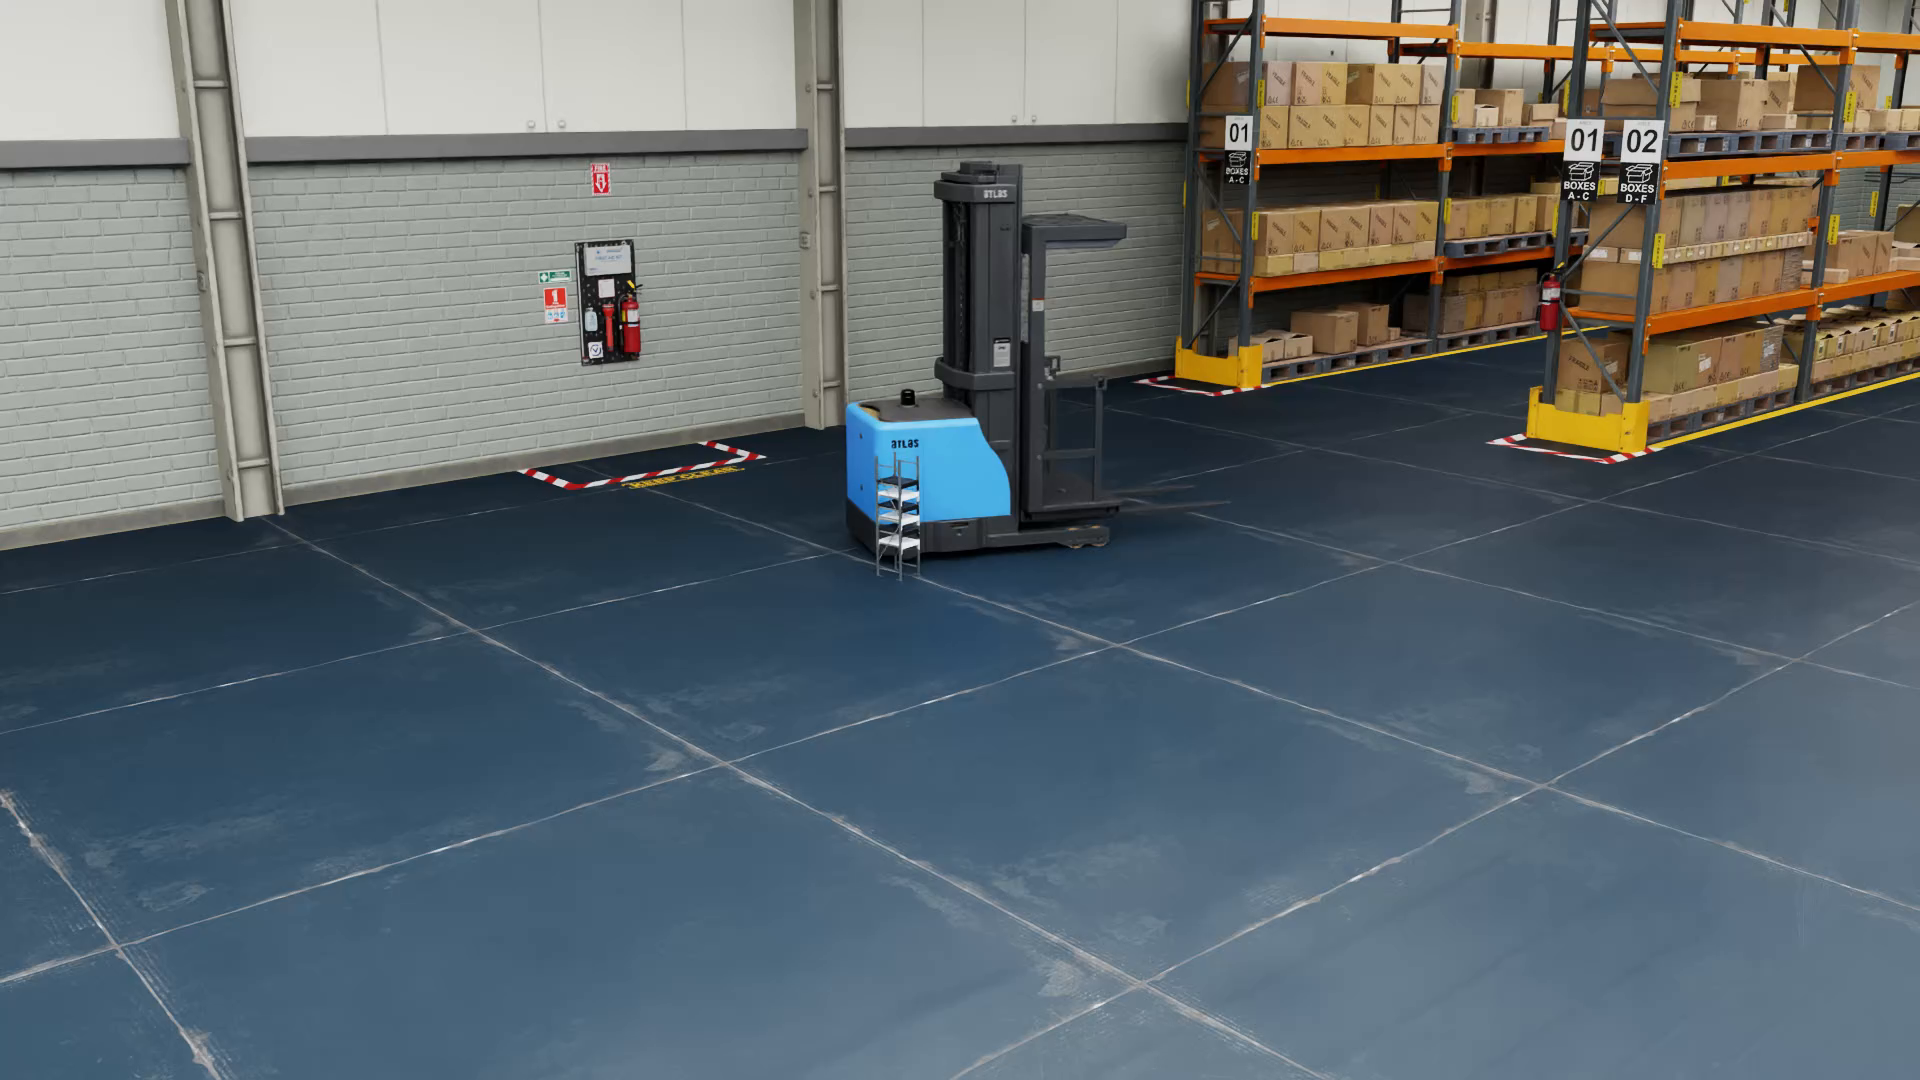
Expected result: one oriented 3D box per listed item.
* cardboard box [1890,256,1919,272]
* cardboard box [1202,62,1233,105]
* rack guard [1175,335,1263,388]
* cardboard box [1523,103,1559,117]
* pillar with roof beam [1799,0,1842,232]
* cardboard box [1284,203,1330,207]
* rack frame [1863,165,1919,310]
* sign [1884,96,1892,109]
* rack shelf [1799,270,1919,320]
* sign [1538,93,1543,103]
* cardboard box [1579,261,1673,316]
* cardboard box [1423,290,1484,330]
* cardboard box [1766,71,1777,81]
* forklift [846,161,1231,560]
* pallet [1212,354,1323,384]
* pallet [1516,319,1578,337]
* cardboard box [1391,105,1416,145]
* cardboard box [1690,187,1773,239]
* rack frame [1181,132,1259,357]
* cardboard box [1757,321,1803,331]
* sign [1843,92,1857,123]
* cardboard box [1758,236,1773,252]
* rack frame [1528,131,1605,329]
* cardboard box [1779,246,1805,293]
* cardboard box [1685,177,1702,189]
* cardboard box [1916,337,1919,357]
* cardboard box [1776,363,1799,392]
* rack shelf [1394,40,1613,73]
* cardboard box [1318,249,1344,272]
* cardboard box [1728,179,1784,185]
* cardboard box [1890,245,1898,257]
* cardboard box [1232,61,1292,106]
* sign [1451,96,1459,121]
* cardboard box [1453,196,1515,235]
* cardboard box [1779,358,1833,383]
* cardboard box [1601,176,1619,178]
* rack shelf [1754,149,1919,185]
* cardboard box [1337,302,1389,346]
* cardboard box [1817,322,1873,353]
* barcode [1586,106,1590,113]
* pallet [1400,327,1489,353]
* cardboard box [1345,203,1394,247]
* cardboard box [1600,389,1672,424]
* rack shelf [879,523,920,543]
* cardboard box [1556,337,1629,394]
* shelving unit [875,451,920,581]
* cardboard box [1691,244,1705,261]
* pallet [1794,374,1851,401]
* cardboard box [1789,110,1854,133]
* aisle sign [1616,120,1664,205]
[{"bbox_3d":[11.927,-3.474,20.929,0.250,0.149,0.380,-13,19,-39],"label":"cardboard box"},{"bbox_3d":[3.288,-5.524,20.135,0.500,0.500,0.500,-12,19,-37],"label":"cardboard box"},{"bbox_3d":[3.192,-2.215,20.573,0.348,0.500,1.175,-13,19,-39],"label":"rack guard"},{"bbox_3d":[8.475,-6.195,24.585,0.500,0.500,0.500,-13,19,-39],"label":"cardboard box"},{"bbox_3d":[19.500,-8.806,28.781,0.400,9.000,9.100,-13,19,-39],"label":"pillar with roof beam"},{"bbox_3d":[4.504,-4.088,21.539,0.500,0.500,0.500,-12,19,-39],"label":"cardboard box"},{"bbox_3d":[12.424,-3.801,21.668,0.127,3.000,1.000,-13,19,-39],"label":"rack frame"},{"bbox_3d":[12.070,-5.606,21.611,0.005,0.325,0.100,-13,19,-39],"label":"sign"},{"bbox_3d":[10.915,-3.115,20.493,4.000,0.370,1.077,-13,19,-39],"label":"rack shelf"},{"bbox_3d":[8.811,-6.612,25.222,0.005,0.325,0.100,-13,19,-39],"label":"sign"},{"bbox_3d":[6.750,-2.571,16.868,0.500,0.500,0.700,-13,19,-39],"label":"cardboard box"},{"bbox_3d":[7.053,-3.317,23.848,0.500,0.500,0.700,-13,20,-40],"label":"cardboard box"},{"bbox_3d":[13.293,-7.587,27.860,0.500,0.500,0.500,-13,20,-40],"label":"cardboard box"},{"bbox_3d":[0.662,-1.470,13.074,3.031,2.935,1.130,-5,16,-17],"label":"forklift"},{"bbox_3d":[3.828,-2.206,21.100,1.213,0.211,1.003,-13,19,-39],"label":"pallet"},{"bbox_3d":[8.579,-3.286,25.142,1.213,0.211,1.003,-13,19,-39],"label":"pallet"},{"bbox_3d":[5.543,-5.378,21.525,0.500,0.500,0.500,14,20,42],"label":"cardboard box"},{"bbox_3d":[8.317,-3.552,18.027,0.500,0.500,0.700,-13,20,-39],"label":"cardboard box"},{"bbox_3d":[3.135,-3.410,20.203,0.127,3.000,1.000,-13,19,-39],"label":"rack frame"},{"bbox_3d":[9.912,-2.483,20.160,0.500,0.311,0.500,-12,19,-38],"label":"cardboard box"},{"bbox_3d":[9.772,-4.753,18.264,0.005,0.325,0.100,-13,19,-39],"label":"sign"},{"bbox_3d":[8.573,-3.225,18.062,0.250,0.149,0.380,-13,20,-40],"label":"cardboard box"},{"bbox_3d":[9.170,-4.765,25.276,0.127,3.000,1.000,-13,19,-39],"label":"rack frame"},{"bbox_3d":[9.076,-3.095,18.832,0.500,0.500,0.700,-13,20,-41],"label":"cardboard box"},{"bbox_3d":[11.611,-5.793,26.862,0.500,0.250,0.500,-12,19,-38],"label":"cardboard box"},{"bbox_3d":[12.187,-2.539,21.457,0.500,0.250,0.500,-12,19,-38],"label":"cardboard box"},{"bbox_3d":[9.200,-1.877,18.979,0.500,0.250,0.500,-13,19,-39],"label":"cardboard box"},{"bbox_3d":[7.661,-6.784,23.378,4.000,0.370,1.077,-13,19,-39],"label":"rack shelf"},{"bbox_3d":[4.482,-3.544,20.956,0.500,0.250,0.500,-13,20,-40],"label":"cardboard box"},{"bbox_3d":[13.704,-5.924,29.034,0.700,0.700,0.980,-14,20,-42],"label":"cardboard box"},{"bbox_3d":[11.622,-3.644,21.254,0.500,0.311,0.500,-13,20,-40],"label":"cardboard box"},{"bbox_3d":[3.585,-5.418,19.738,0.500,0.500,0.500,14,21,43],"label":"cardboard box"},{"bbox_3d":[6.514,-5.682,21.895,0.005,0.325,0.100,-13,19,-39],"label":"sign"},{"bbox_3d":[7.461,-4.639,23.757,0.500,0.500,0.700,-10,18,-32],"label":"cardboard box"},{"bbox_3d":[9.874,-2.018,19.507,0.500,0.250,0.500,-13,20,-41],"label":"cardboard box"},{"bbox_3d":[10.086,-5.447,25.567,0.500,0.250,0.500,-13,20,-40],"label":"cardboard box"},{"bbox_3d":[10.915,-4.564,20.106,4.000,0.370,1.077,-13,19,-39],"label":"rack shelf"},{"bbox_3d":[5.395,-2.909,22.318,0.500,0.500,0.500,14,21,43],"label":"cardboard box"},{"bbox_3d":[10.653,-2.462,20.083,0.500,0.311,0.500,-14,20,-41],"label":"cardboard box"},{"bbox_3d":[6.300,-4.321,16.676,0.075,0.075,0.001,-13,19,-39],"label":"barcode"},{"bbox_3d":[6.738,-2.872,23.594,1.213,0.211,1.003,-13,19,-39],"label":"pallet"},{"bbox_3d":[5.239,-4.078,21.502,0.500,0.500,0.500,-13,20,-41],"label":"cardboard box"},{"bbox_3d":[6.940,-1.368,17.073,0.500,0.250,0.500,-13,19,-39],"label":"cardboard box"},{"bbox_3d":[-0.456,-0.056,12.192,0.258,0.077,0.200,12,19,37],"label":"rack shelf"},{"bbox_3d":[6.598,-1.832,17.355,0.500,0.500,0.500,-13,19,-39],"label":"cardboard box"},{"bbox_3d":[-0.456,-0.175,12.160,0.258,0.900,0.210,12,19,37],"label":"shelving unit"},{"bbox_3d":[7.405,-2.962,17.075,0.250,0.149,0.380,-13,20,-40],"label":"cardboard box"},{"bbox_3d":[9.937,-1.909,19.987,1.213,0.211,1.003,-13,19,-39],"label":"pallet"},{"bbox_3d":[9.878,-4.806,19.093,0.500,0.250,0.500,-10,18,-34],"label":"cardboard box"},{"bbox_3d":[6.541,-3.631,15.994,0.004,0.787,0.394,-13,19,-39],"label":"aisle sign"}]
